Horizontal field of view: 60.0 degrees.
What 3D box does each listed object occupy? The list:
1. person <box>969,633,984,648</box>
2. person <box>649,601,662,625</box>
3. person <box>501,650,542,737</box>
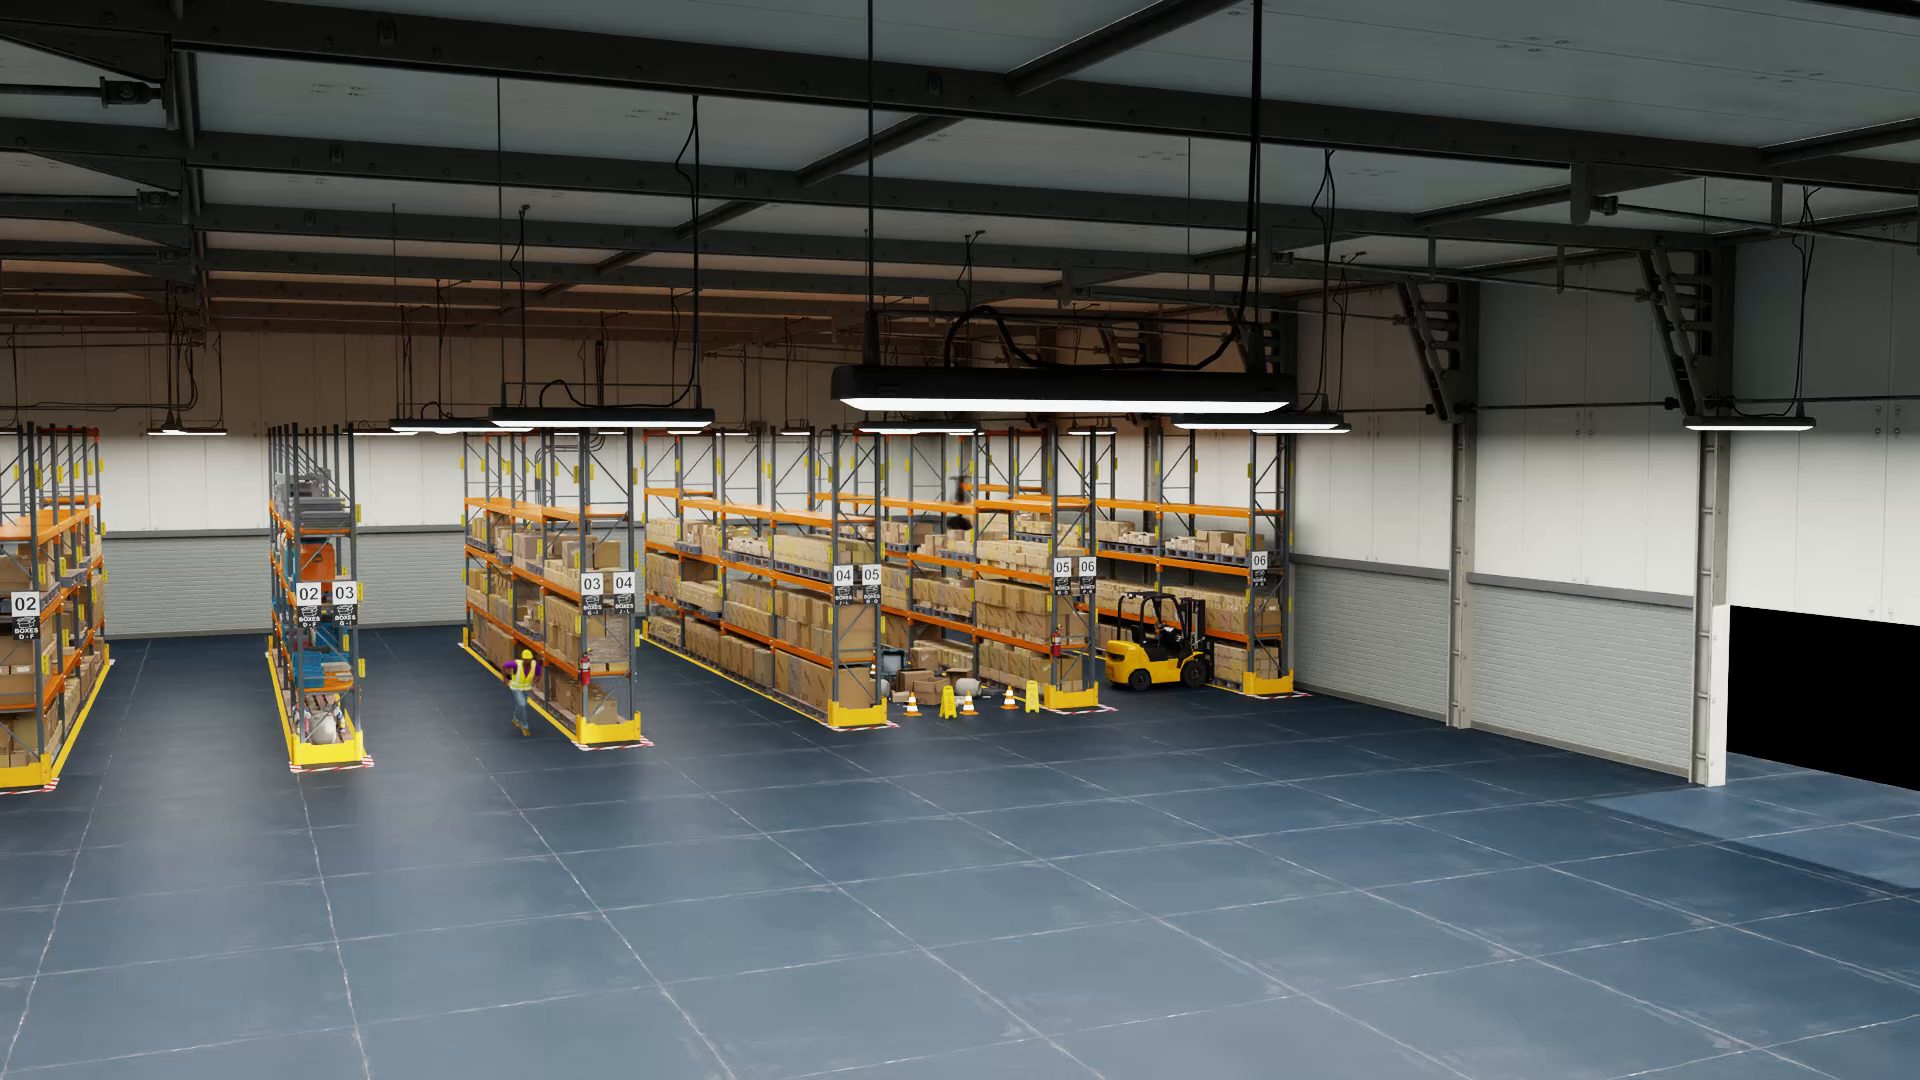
[{"bbox_3d":[0.431,2.238,44.224,0.619,1.597,0.538,-3,4,-38],"label":"person"},{"bbox_3d":[-8.856,1.890,48.856,0.798,1.734,0.749,-1,4,-21],"label":"person"},{"bbox_3d":[-8.512,2.947,32.224,0.747,1.716,1.046,-2,4,-33],"label":"person"}]
